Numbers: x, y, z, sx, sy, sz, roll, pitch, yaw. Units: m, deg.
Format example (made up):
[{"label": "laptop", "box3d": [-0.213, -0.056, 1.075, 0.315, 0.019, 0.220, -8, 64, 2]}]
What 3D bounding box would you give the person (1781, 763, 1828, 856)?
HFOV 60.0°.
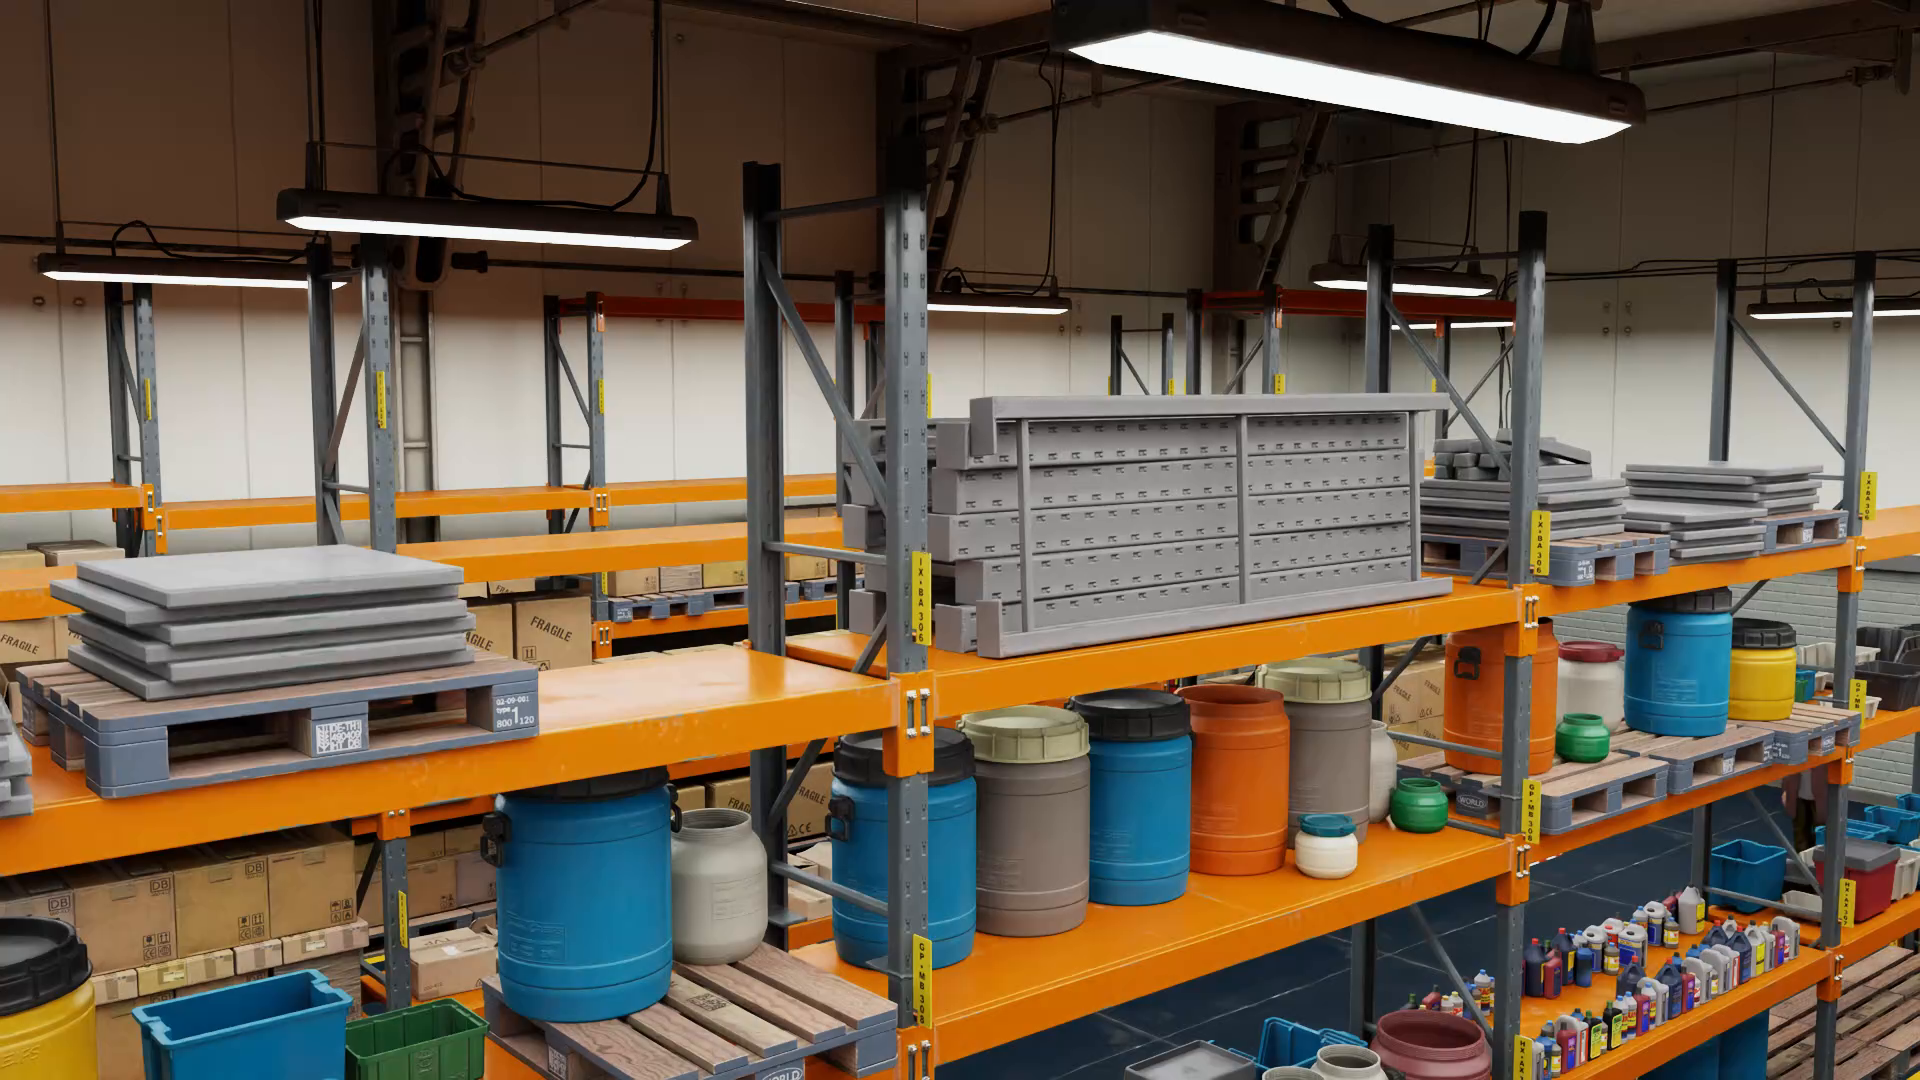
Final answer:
[{"label": "person", "box3d": [8.815, 2.631, 17.161, 0.507, 1.782, 0.648, -5, 8, -44]}]
